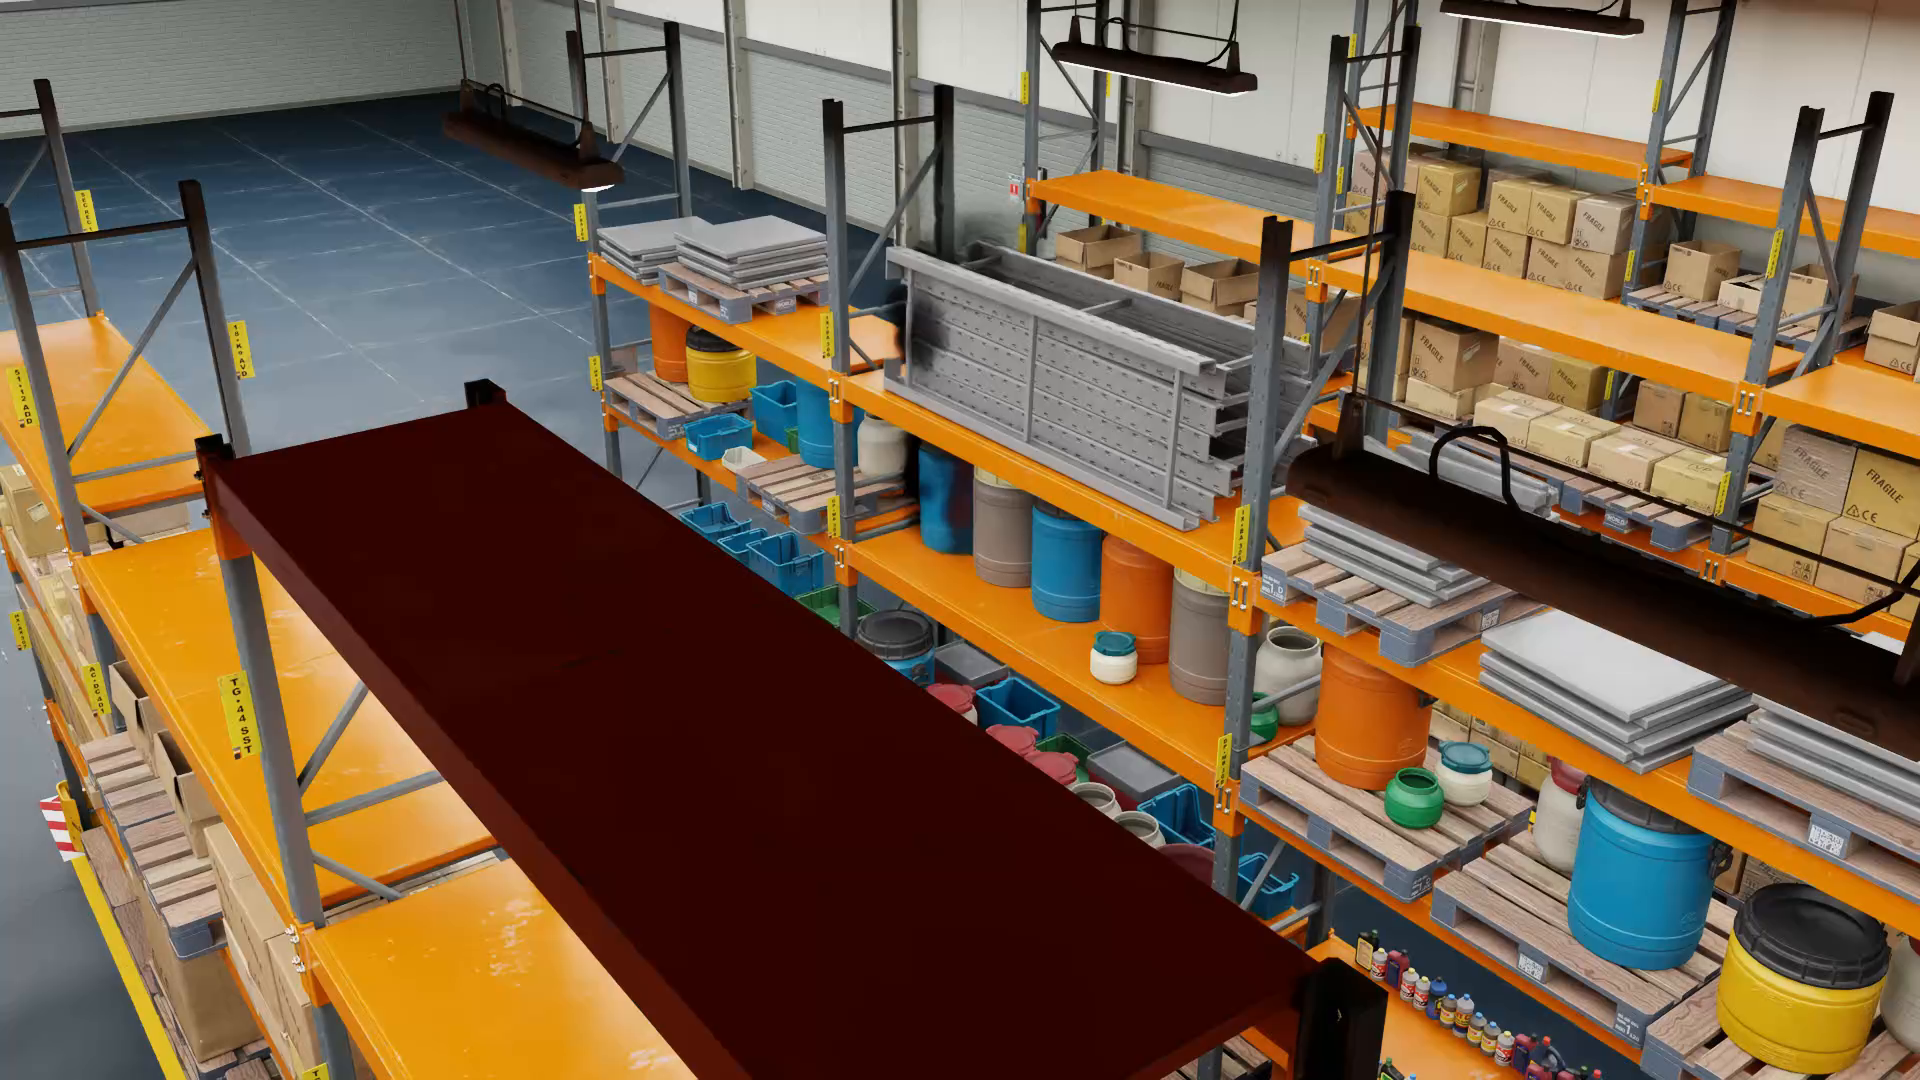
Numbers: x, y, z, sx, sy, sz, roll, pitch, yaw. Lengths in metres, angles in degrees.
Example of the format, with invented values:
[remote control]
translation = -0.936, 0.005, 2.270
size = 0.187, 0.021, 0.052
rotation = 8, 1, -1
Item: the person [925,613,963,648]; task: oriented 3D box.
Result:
[person]
translation = -0.085, 0.518, 15.110
size = 0.661, 1.835, 0.771
rotation = -16, 29, -31
